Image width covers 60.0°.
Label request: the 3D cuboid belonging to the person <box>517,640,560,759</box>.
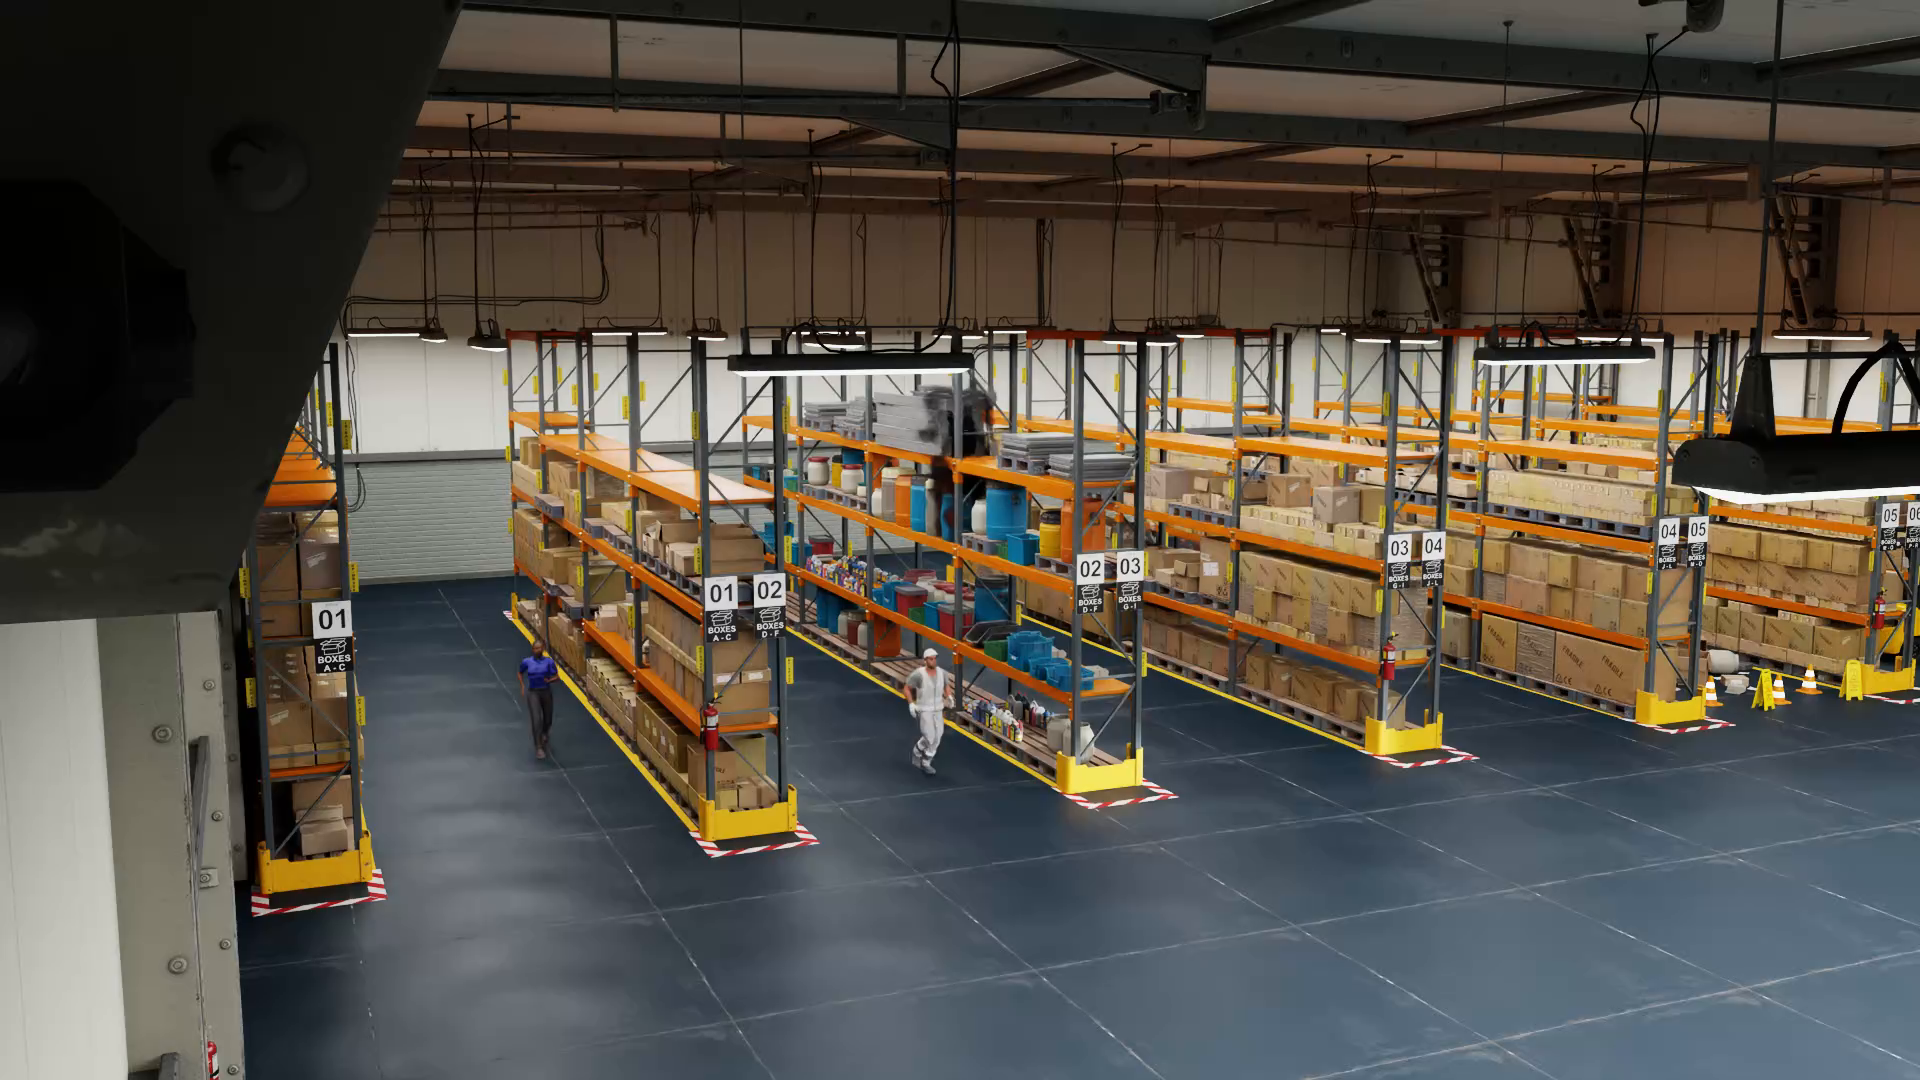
[{"bbox_3d":[-6.060,2.250,23.961,0.581,1.635,0.913,-3,8,-20],"label":"person"}]

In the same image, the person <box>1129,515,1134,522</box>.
[{"bbox_3d":[4.469,-0.097,41.695,0.680,1.591,0.628,-2,8,-13],"label":"person"}]

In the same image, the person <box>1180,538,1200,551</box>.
[{"bbox_3d":[5.918,-0.228,42.270,0.692,1.705,0.547,-3,8,-22],"label":"person"}]

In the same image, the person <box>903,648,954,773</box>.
[{"bbox_3d":[-0.391,2.356,22.917,0.668,1.747,0.583,-5,9,-32],"label":"person"}]

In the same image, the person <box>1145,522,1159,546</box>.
[{"bbox_3d":[4.321,0.441,37.241,0.657,1.681,0.566,-2,8,-17],"label":"person"}]
